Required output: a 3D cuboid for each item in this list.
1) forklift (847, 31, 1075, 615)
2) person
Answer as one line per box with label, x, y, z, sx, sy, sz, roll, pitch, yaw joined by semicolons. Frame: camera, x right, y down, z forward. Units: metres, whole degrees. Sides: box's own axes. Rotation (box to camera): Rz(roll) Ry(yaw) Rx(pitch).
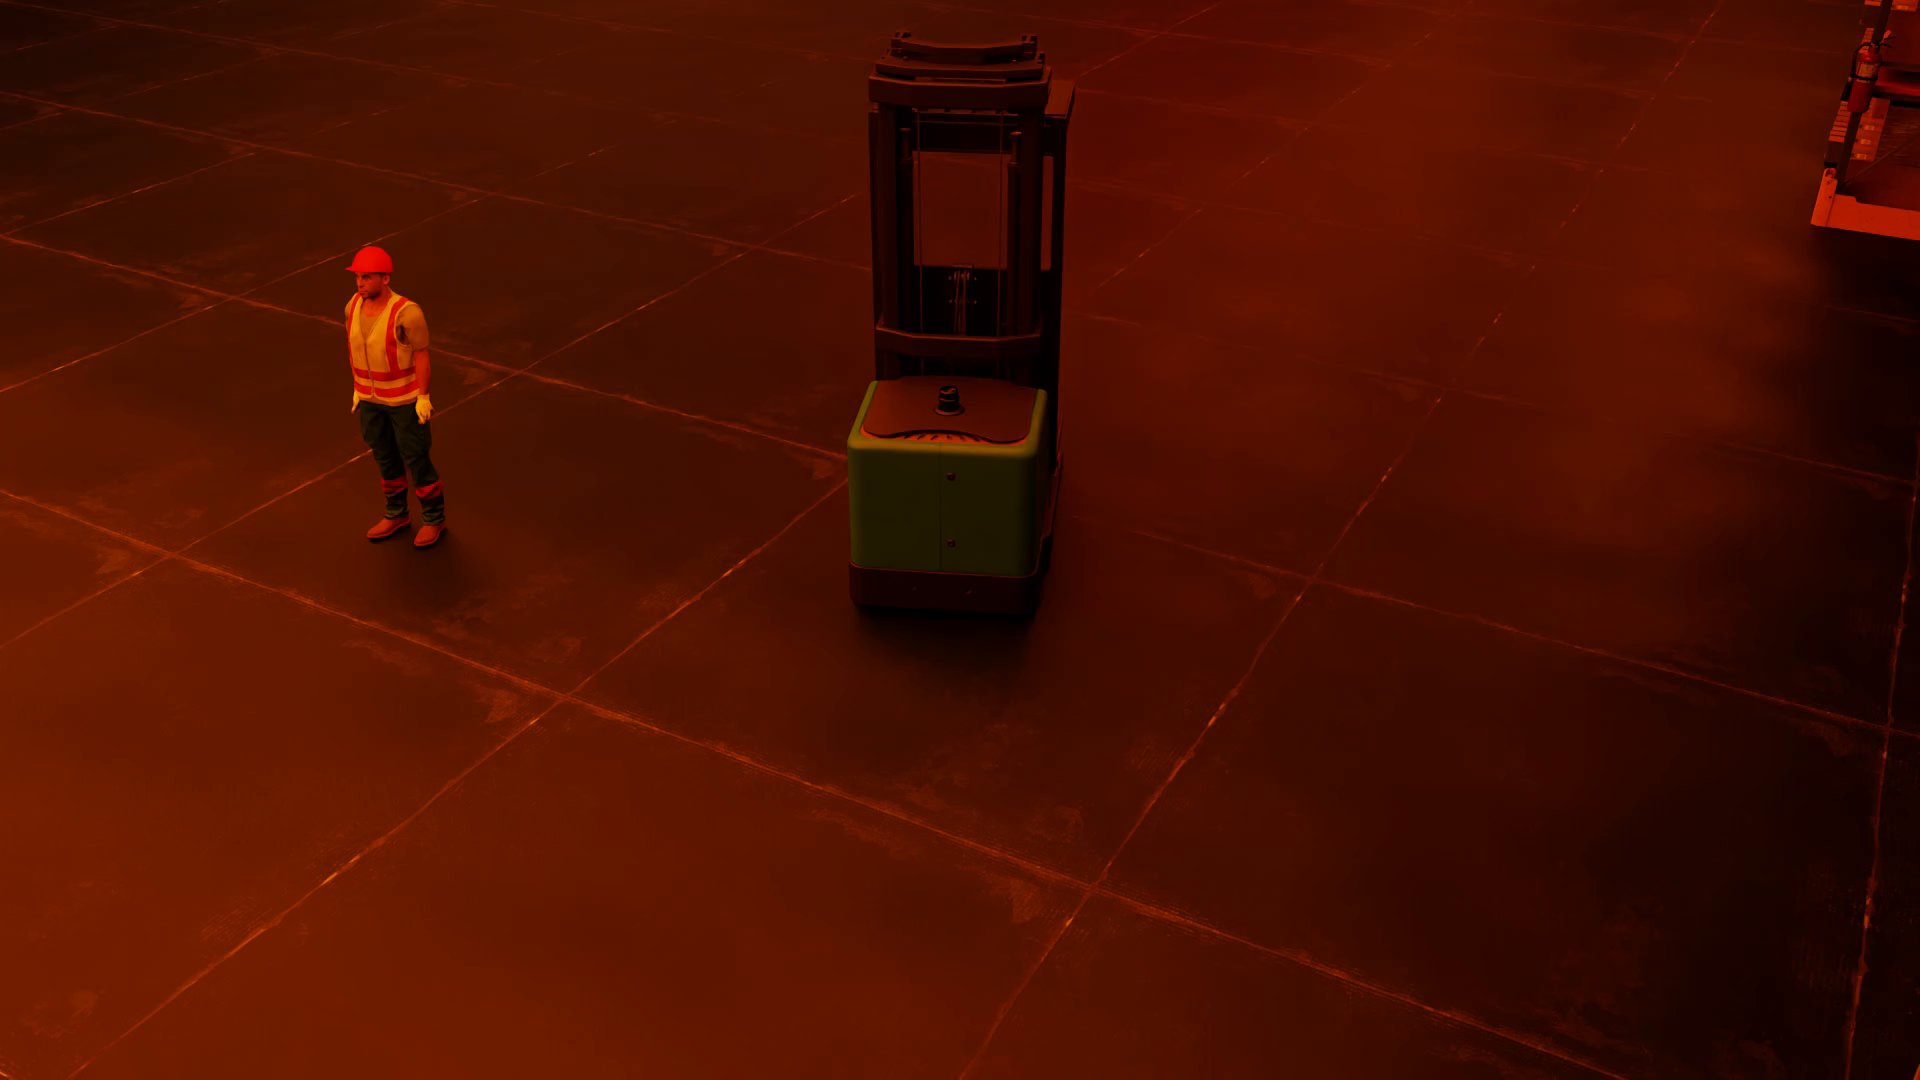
forklift;0.072;-1.572;9.794;1.130;2.935;3.031;3;30;6
person;-3.305;-0.822;9.638;0.527;1.795;0.382;9;31;16
